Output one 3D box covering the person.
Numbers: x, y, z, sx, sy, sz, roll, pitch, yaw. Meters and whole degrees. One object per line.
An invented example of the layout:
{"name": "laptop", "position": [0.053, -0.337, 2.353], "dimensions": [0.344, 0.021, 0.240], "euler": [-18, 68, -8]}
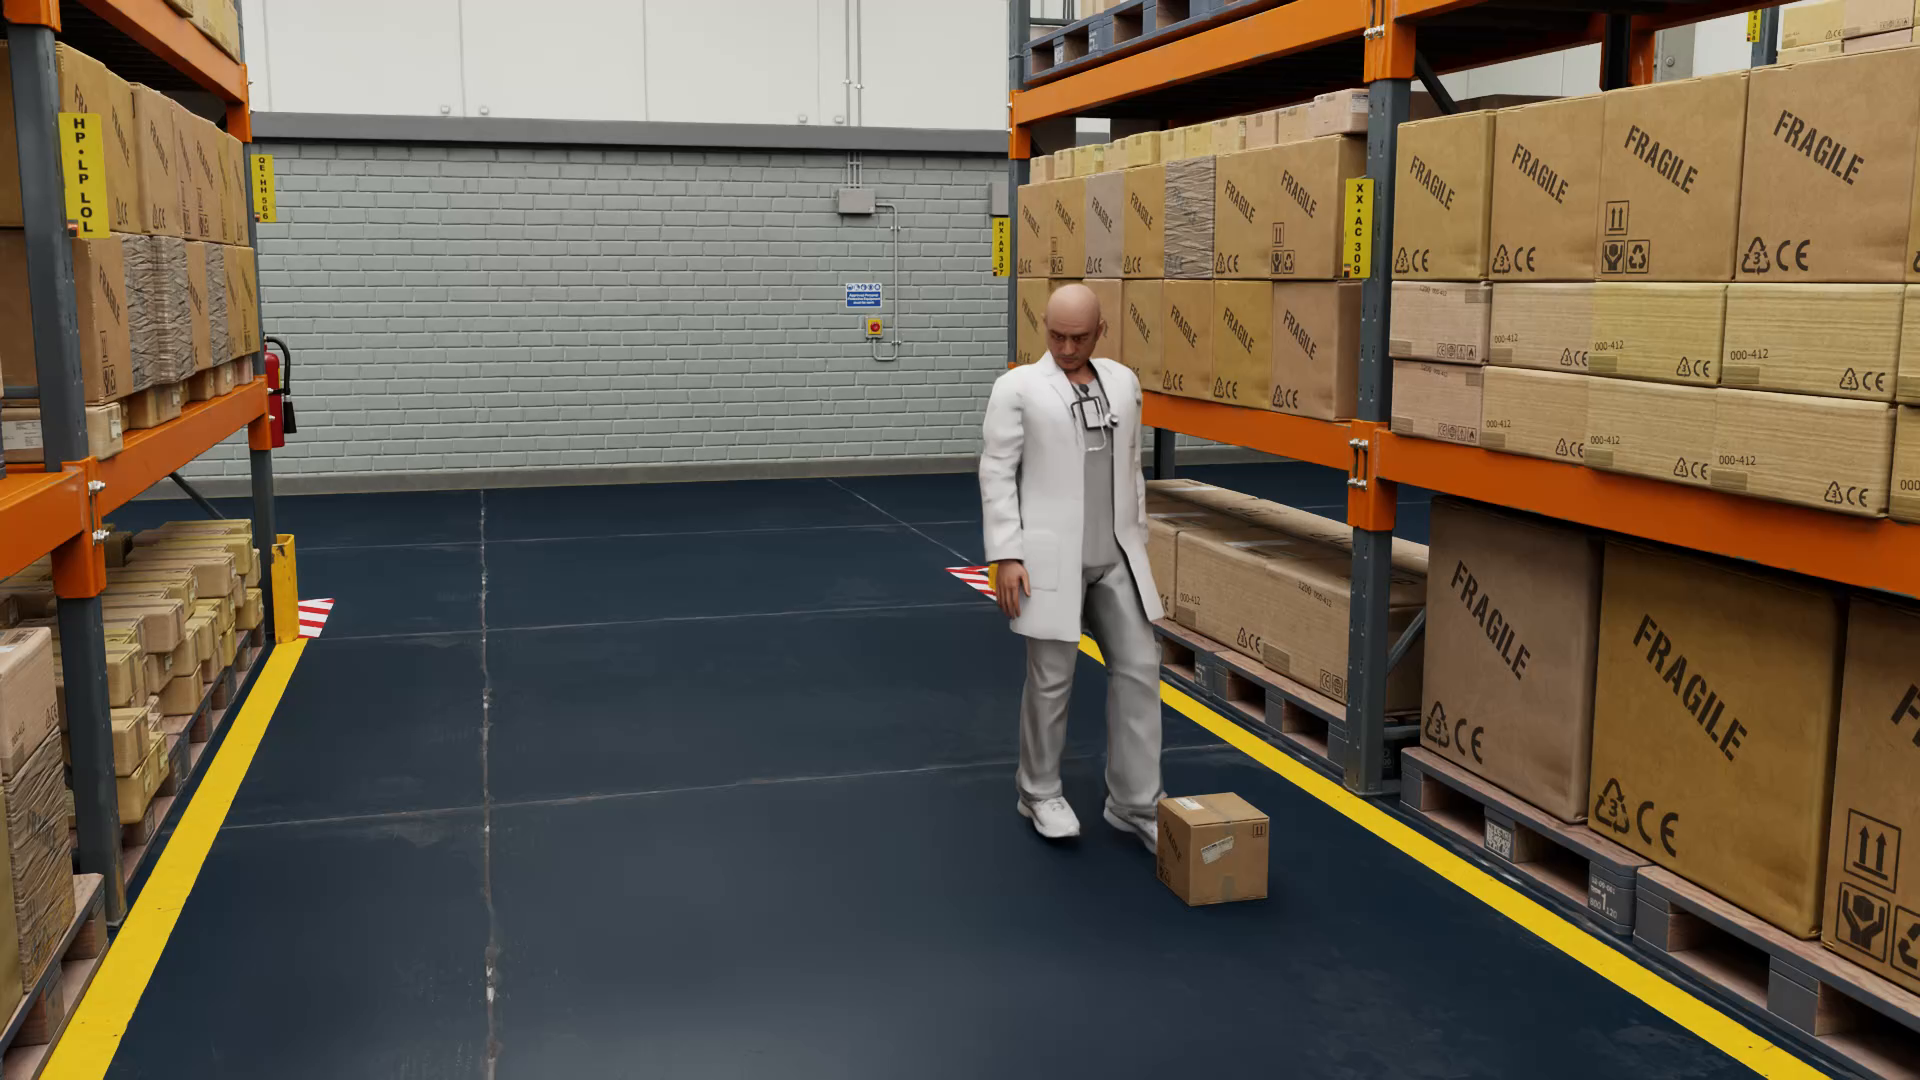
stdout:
{"name": "person", "position": [0.403, 0.108, 5.263], "dimensions": [0.627, 1.812, 0.606], "euler": [-4, 10, -23]}
